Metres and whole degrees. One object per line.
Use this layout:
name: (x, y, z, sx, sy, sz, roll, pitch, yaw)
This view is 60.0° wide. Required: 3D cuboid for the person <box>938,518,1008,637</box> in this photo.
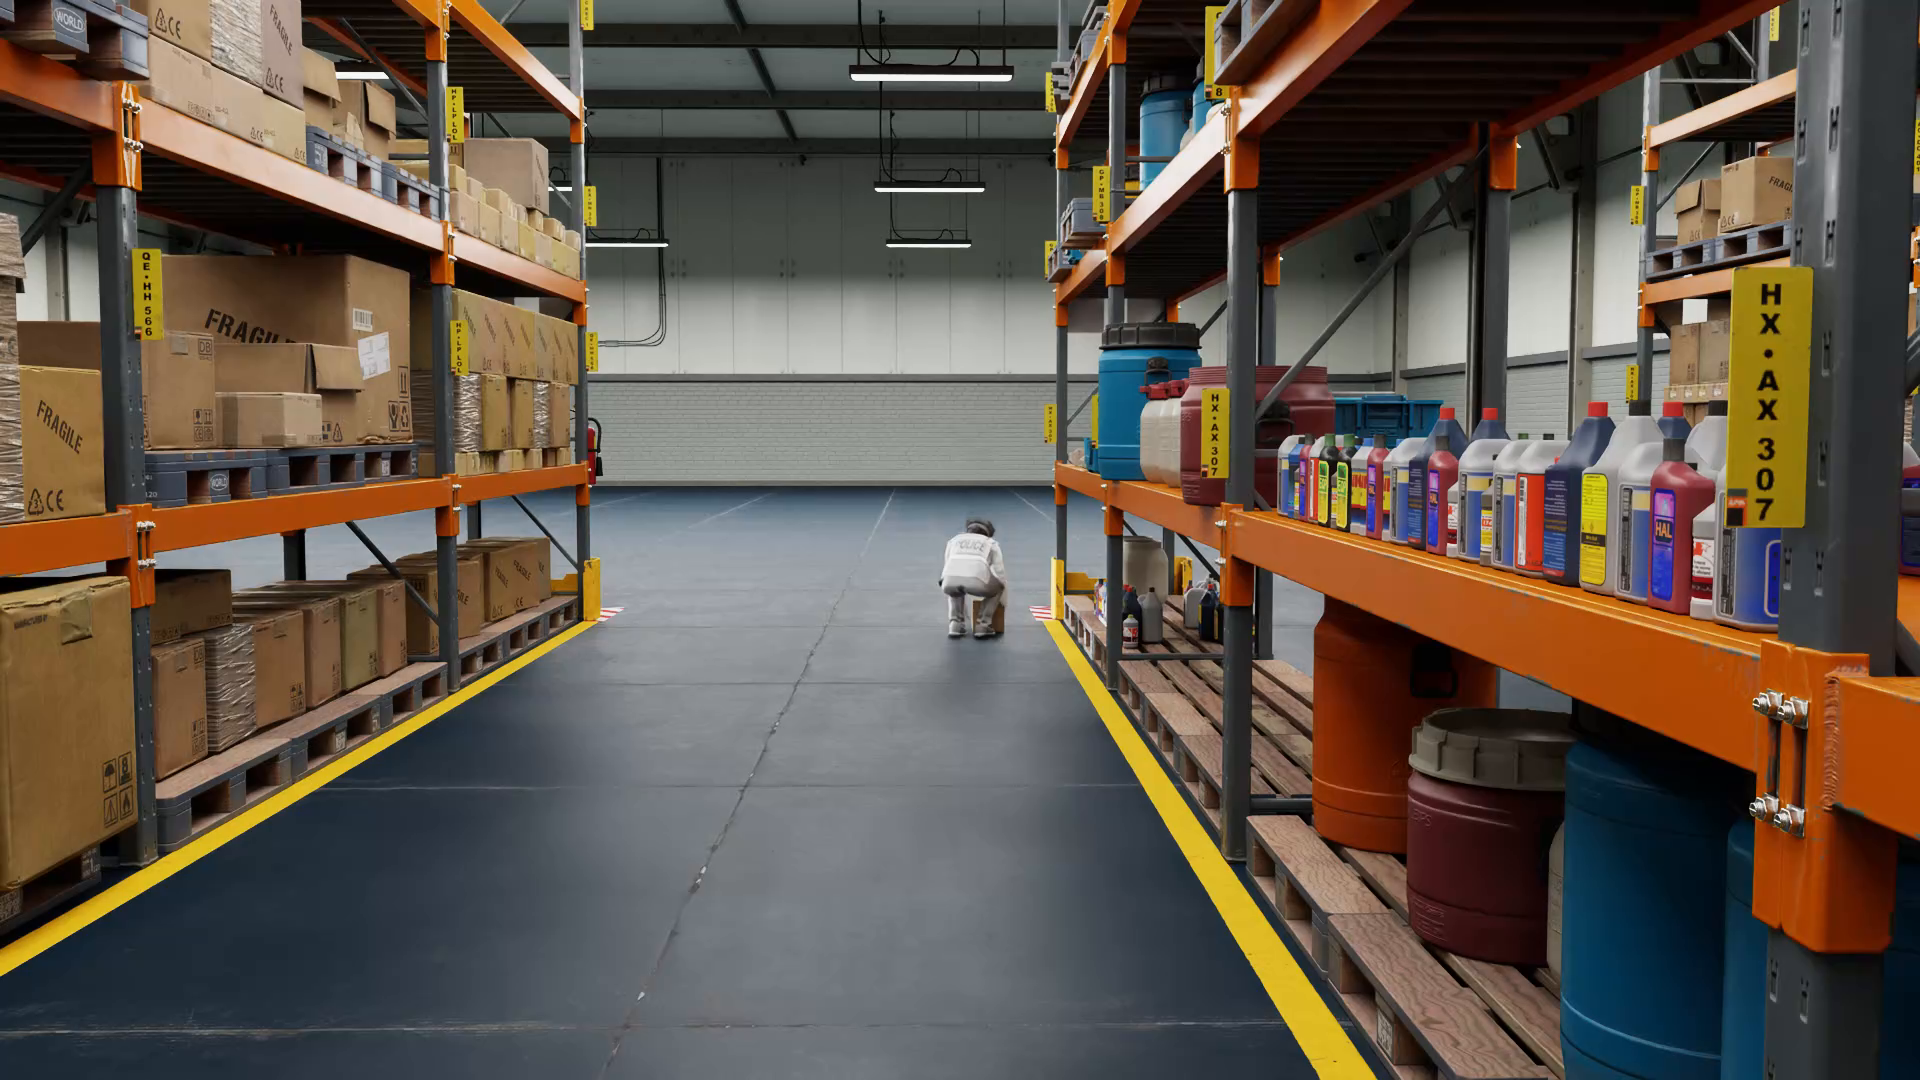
person: (0.095, 0.291, 12.911, 0.473, 0.900, 0.854, 1, 4, 17)
